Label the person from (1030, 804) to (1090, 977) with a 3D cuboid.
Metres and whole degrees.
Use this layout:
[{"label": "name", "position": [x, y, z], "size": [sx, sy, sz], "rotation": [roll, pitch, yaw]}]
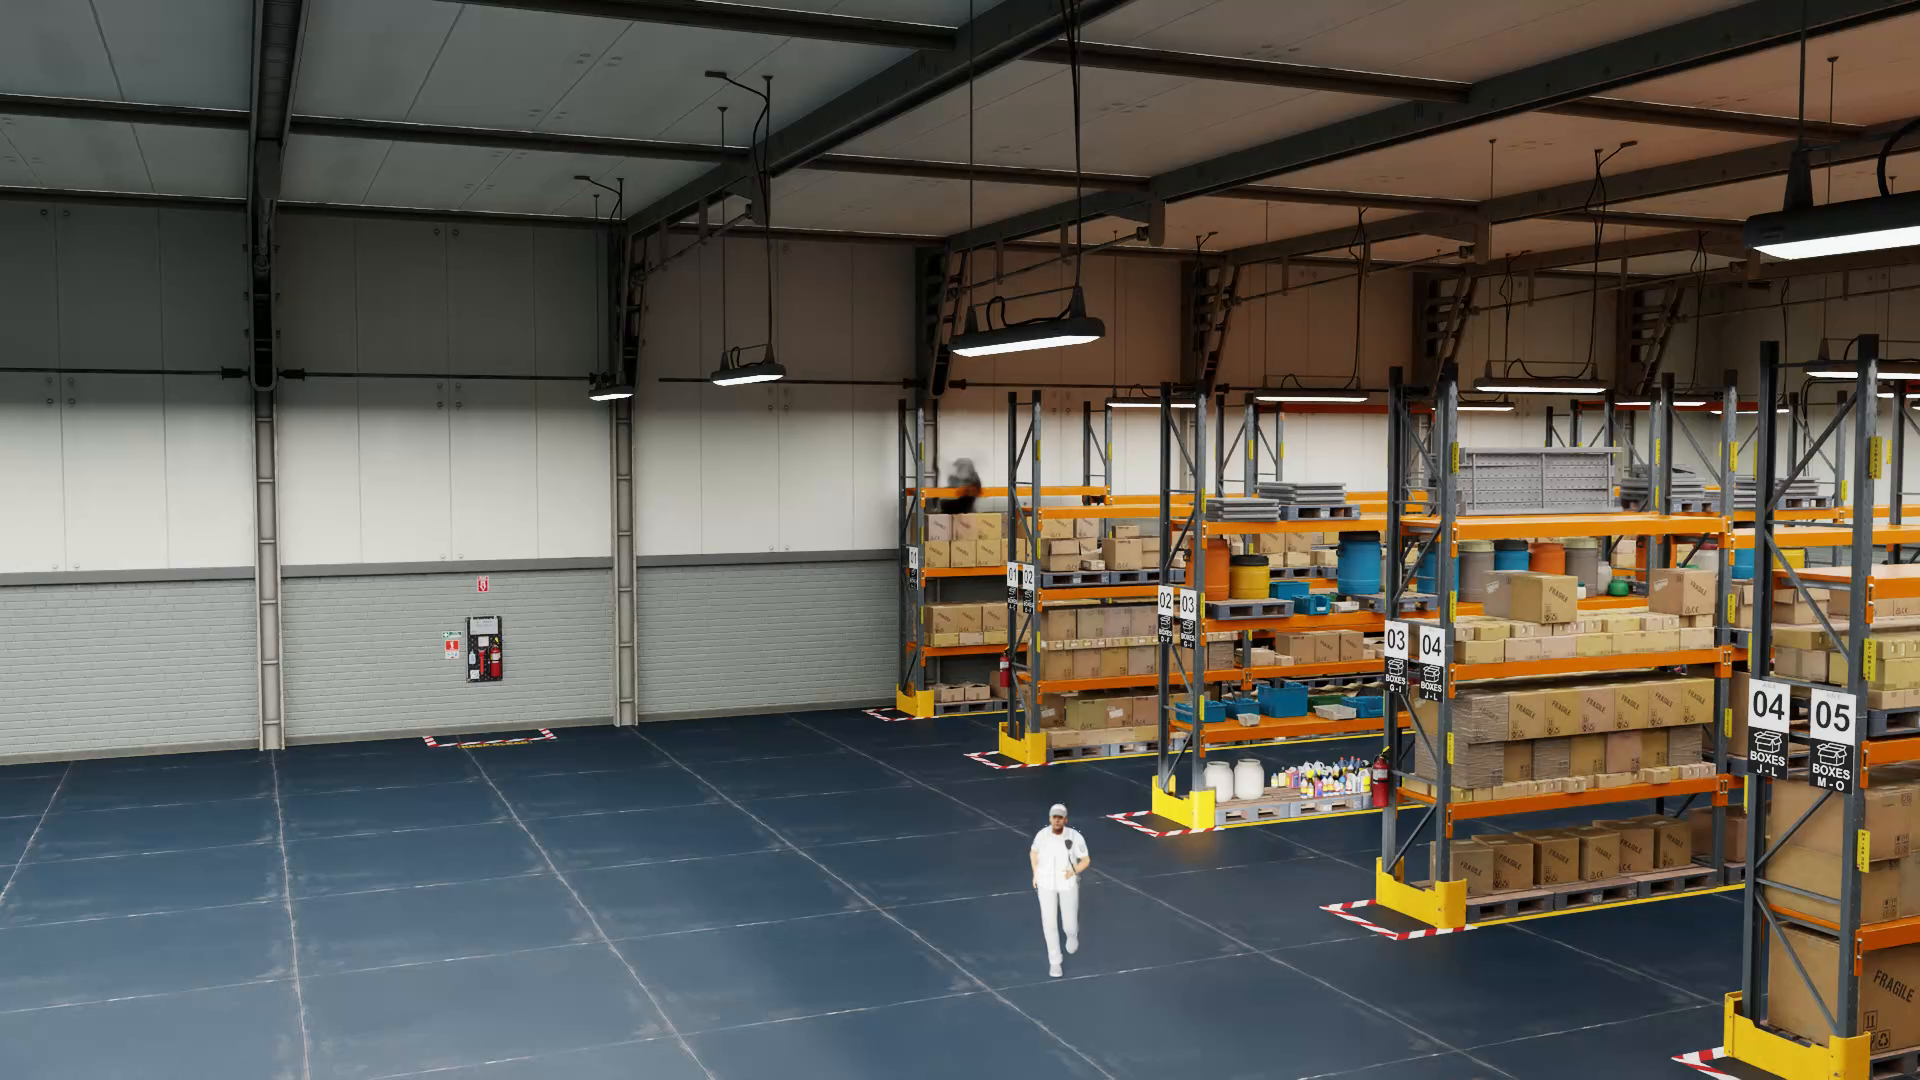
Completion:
[{"label": "person", "position": [0.969, 3.391, 16.301], "size": [0.609, 1.630, 0.670], "rotation": [1, 3, 11]}]
